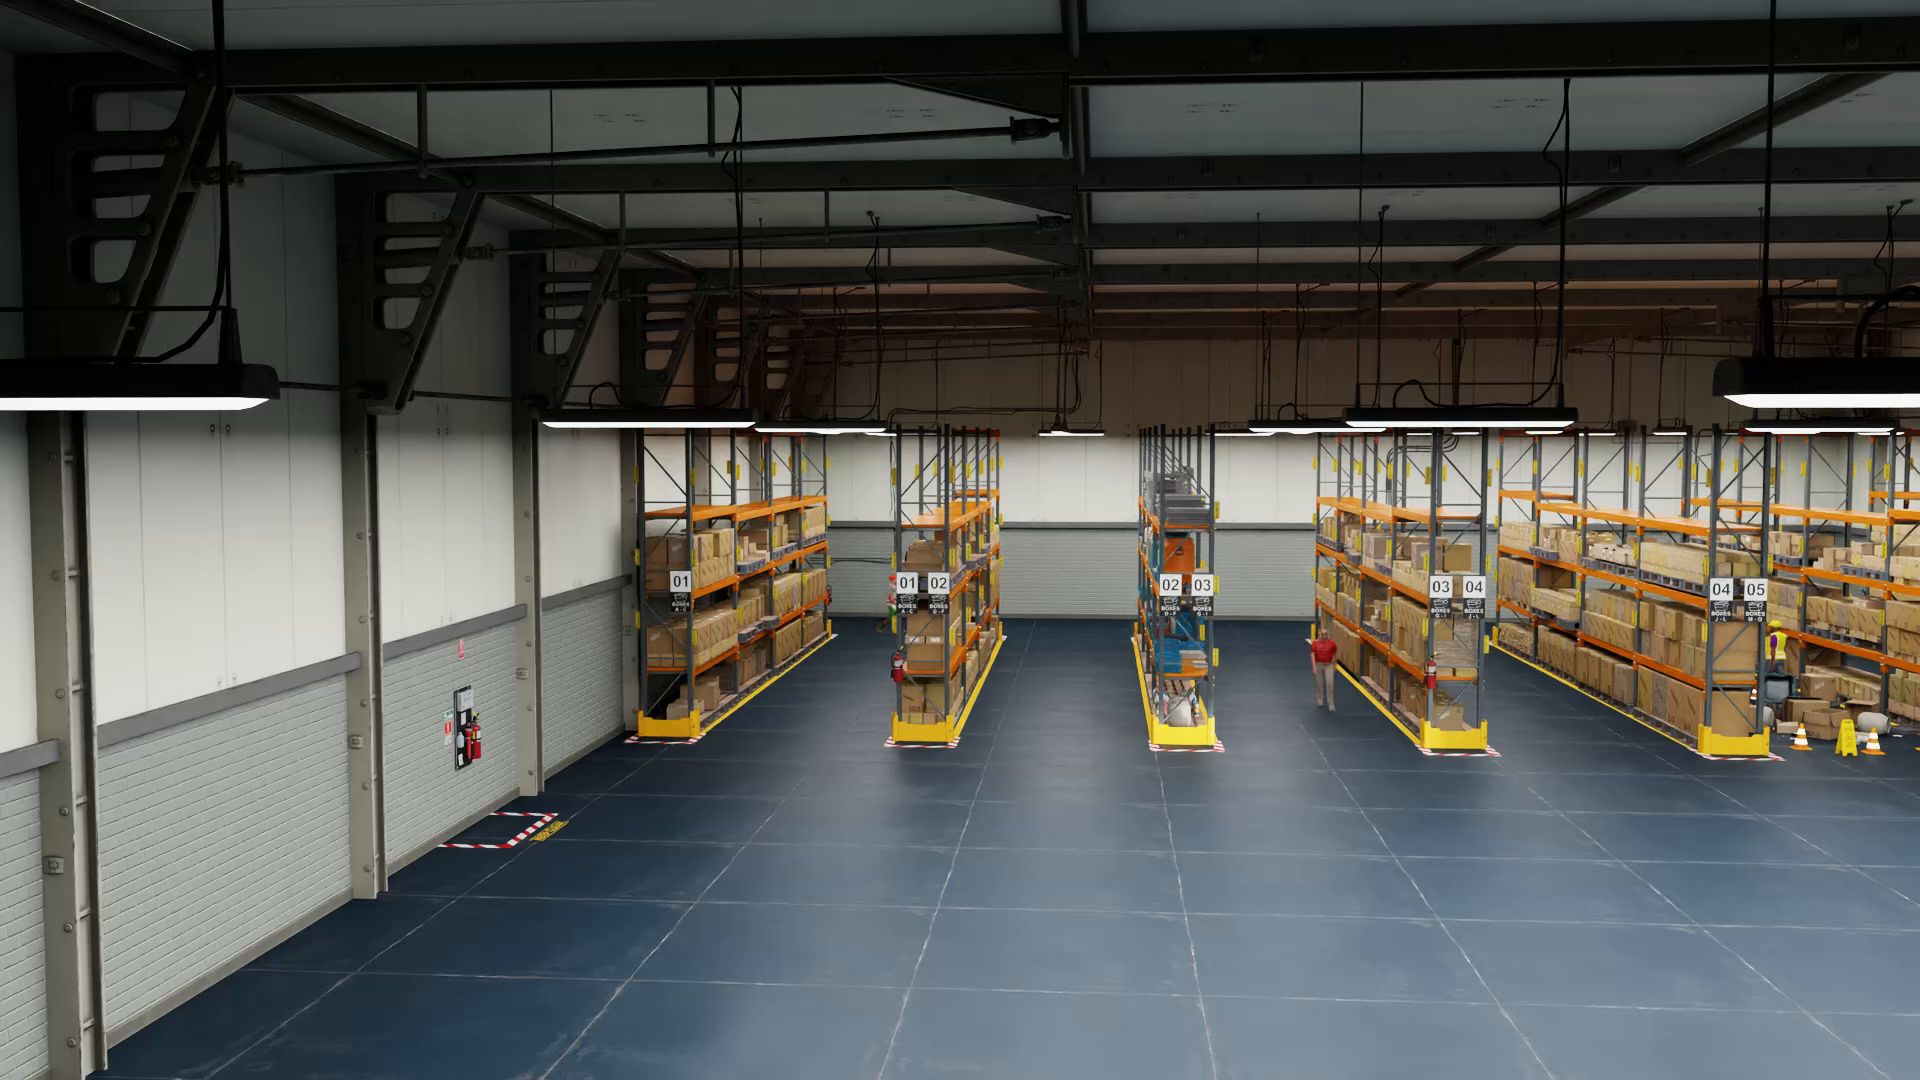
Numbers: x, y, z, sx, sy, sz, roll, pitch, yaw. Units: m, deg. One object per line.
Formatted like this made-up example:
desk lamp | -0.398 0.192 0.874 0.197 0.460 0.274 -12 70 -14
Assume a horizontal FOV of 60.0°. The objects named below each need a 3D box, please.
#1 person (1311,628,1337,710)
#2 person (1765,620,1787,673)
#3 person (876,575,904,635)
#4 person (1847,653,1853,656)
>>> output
person | 7.715 2.706 35.275 0.553 1.687 0.918 1 4 14
person | 17.847 2.656 36.291 0.537 1.804 0.604 0 3 -7
person | -2.033 1.893 48.160 0.841 1.770 0.574 0 4 -8
person | 23.168 2.231 43.780 0.500 1.642 0.807 -2 4 -30
